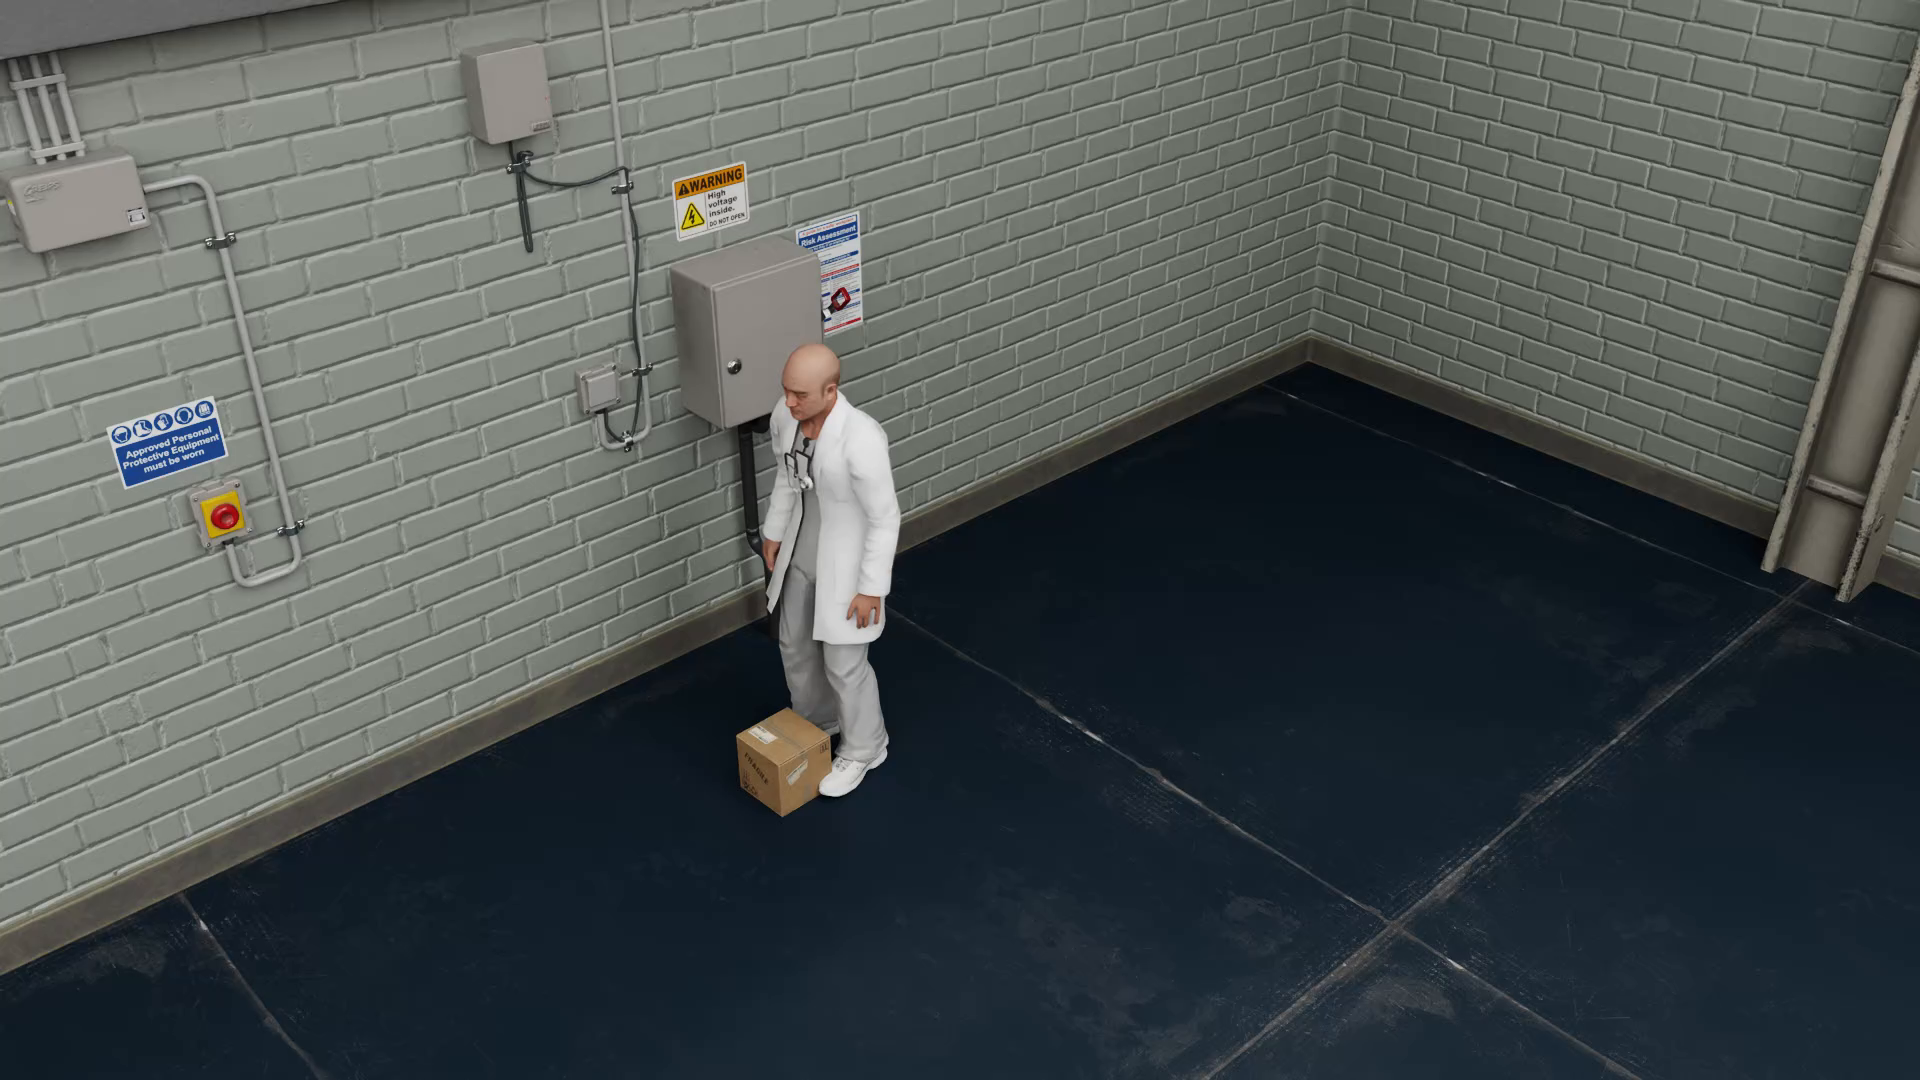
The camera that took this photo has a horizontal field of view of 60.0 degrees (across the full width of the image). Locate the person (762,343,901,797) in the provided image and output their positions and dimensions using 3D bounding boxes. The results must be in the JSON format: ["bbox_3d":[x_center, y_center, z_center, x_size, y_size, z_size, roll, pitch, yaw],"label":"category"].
[{"bbox_3d":[-0.480,0.102,6.014,0.424,1.739,0.642,-27,41,-37],"label":"person"}]
